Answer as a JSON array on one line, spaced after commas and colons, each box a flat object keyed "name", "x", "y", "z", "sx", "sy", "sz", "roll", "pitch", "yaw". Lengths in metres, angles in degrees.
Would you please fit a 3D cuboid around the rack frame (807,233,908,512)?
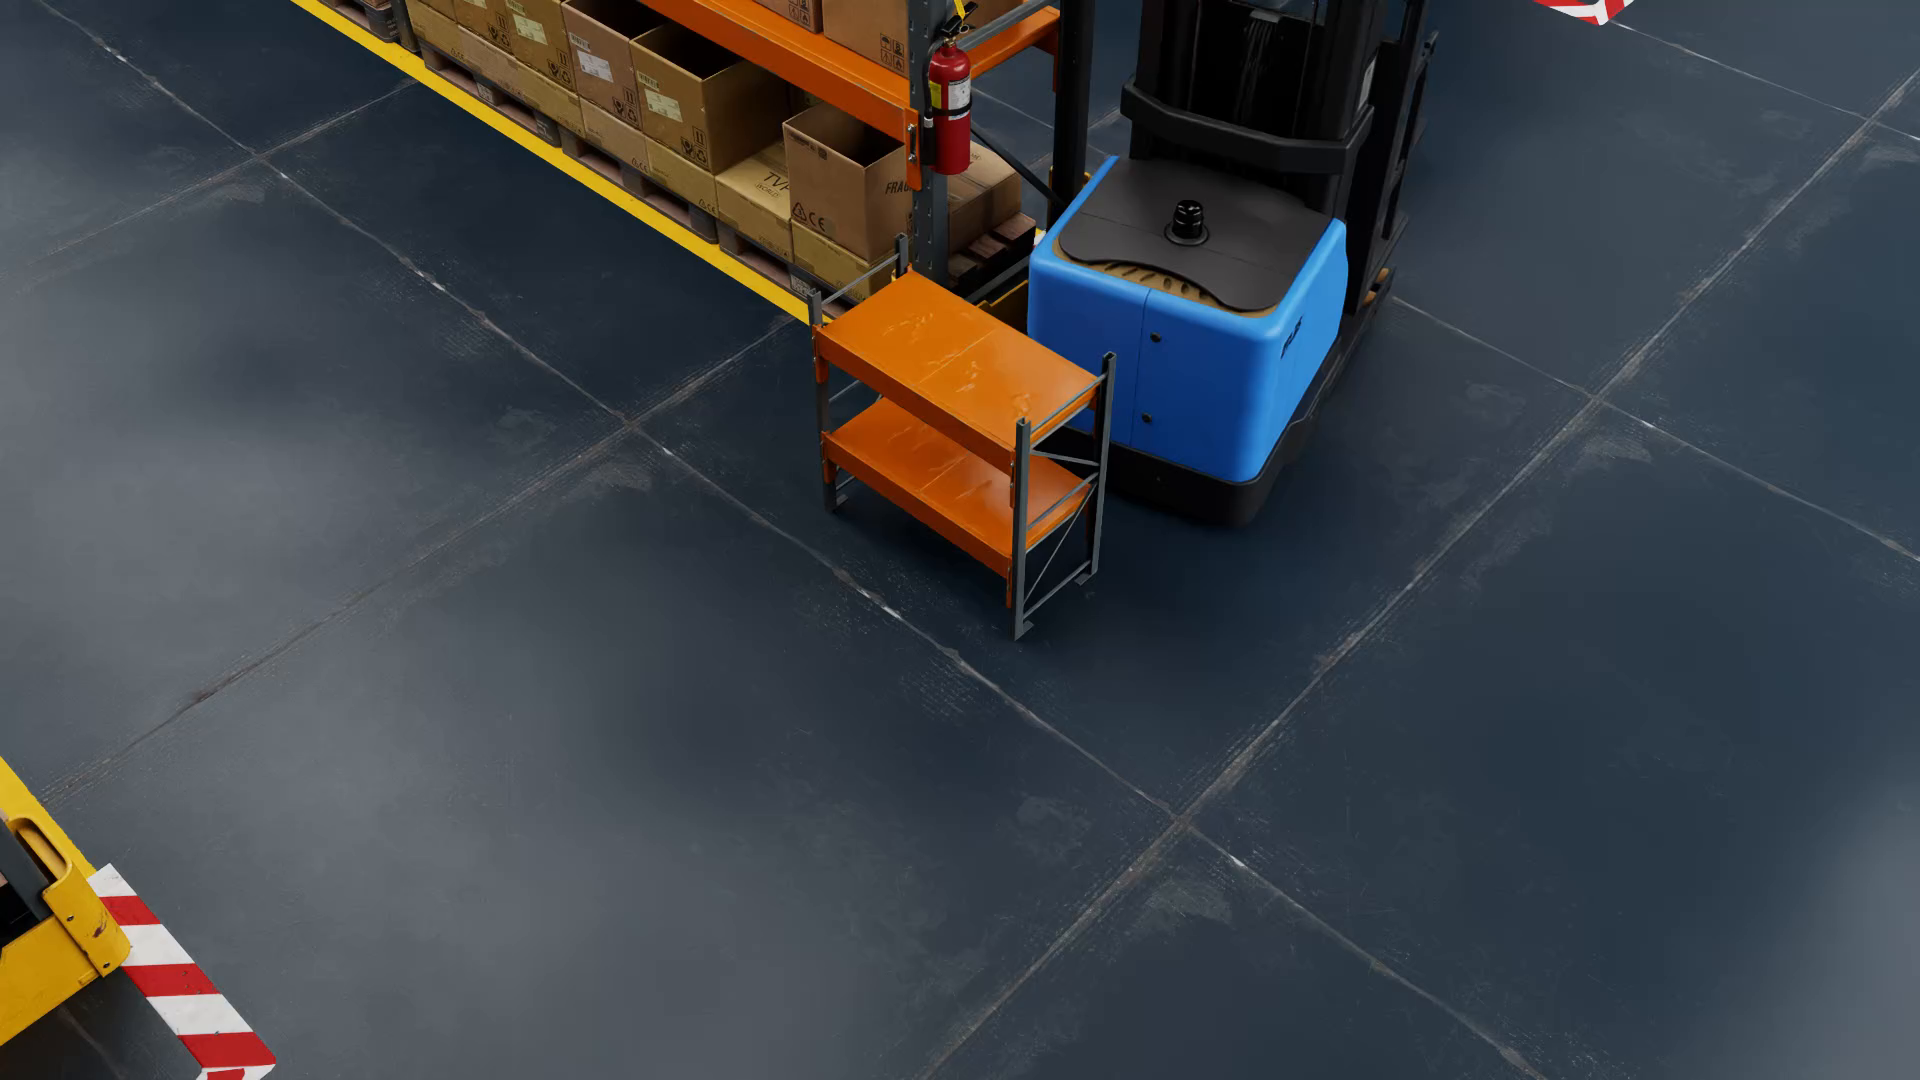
[{"name": "rack frame", "x": -0.379, "y": -0.640, "z": 6.579, "sx": 0.032, "sy": 1.125, "sz": 0.500, "roll": 34, "pitch": 55, "yaw": 28}]

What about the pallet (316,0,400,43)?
[{"name": "pallet", "x": -3.323, "y": -3.427, "z": 9.823, "sx": 1.213, "sy": 0.211, "sz": 1.003, "roll": 34, "pitch": 55, "yaw": 28}]

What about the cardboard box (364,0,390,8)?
[{"name": "cardboard box", "x": -3.257, "y": -3.290, "z": 9.380, "sx": 0.500, "sy": 0.250, "sz": 0.500, "roll": 33, "pitch": 55, "yaw": 27}]

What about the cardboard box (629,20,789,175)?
[{"name": "cardboard box", "x": -1.157, "y": -2.112, "z": 7.759, "sx": 0.500, "sy": 0.500, "sz": 0.500, "roll": 34, "pitch": 55, "yaw": 28}]

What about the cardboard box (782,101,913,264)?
[{"name": "cardboard box", "x": -0.412, "y": -1.625, "z": 7.302, "sx": 0.500, "sy": 0.500, "sz": 0.500, "roll": 34, "pitch": 55, "yaw": 28}]

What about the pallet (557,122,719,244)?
[{"name": "pallet", "x": -1.299, "y": -2.065, "z": 8.544, "sx": 1.213, "sy": 0.211, "sz": 1.003, "roll": 34, "pitch": 55, "yaw": 28}]

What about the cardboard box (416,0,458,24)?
[{"name": "cardboard box", "x": -2.627, "y": -3.100, "z": 8.687, "sx": 0.500, "sy": 0.500, "sz": 0.500, "roll": 34, "pitch": 55, "yaw": 28}]

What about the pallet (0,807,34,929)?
[{"name": "pallet", "x": -3.802, "y": 1.092, "z": 5.580, "sx": 1.213, "sy": 0.211, "sz": 1.003, "roll": 34, "pitch": 55, "yaw": 28}]

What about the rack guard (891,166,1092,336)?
[{"name": "rack guard", "x": 0.201, "y": -1.193, "z": 7.527, "sx": 0.348, "sy": 0.500, "sz": 1.175, "roll": 34, "pitch": 55, "yaw": 28}]

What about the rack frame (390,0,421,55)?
[{"name": "rack frame", "x": -2.756, "y": -4.038, "z": 8.484, "sx": 0.127, "sy": 3.000, "sz": 1.000, "roll": 34, "pitch": 55, "yaw": 28}]

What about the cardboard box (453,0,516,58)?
[{"name": "cardboard box", "x": -2.254, "y": -2.857, "z": 8.459, "sx": 0.500, "sy": 0.500, "sz": 0.500, "roll": 34, "pitch": 55, "yaw": 28}]

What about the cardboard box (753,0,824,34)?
[{"name": "cardboard box", "x": -0.540, "y": -2.589, "z": 7.055, "sx": 0.500, "sy": 0.500, "sz": 0.700, "roll": 35, "pitch": 56, "yaw": 29}]

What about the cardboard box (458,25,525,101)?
[{"name": "cardboard box", "x": -2.256, "y": -2.599, "z": 8.731, "sx": 0.500, "sy": 0.250, "sz": 0.500, "roll": 34, "pitch": 55, "yaw": 28}]

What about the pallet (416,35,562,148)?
[{"name": "pallet", "x": -2.200, "y": -2.668, "z": 9.110, "sx": 1.213, "sy": 0.211, "sz": 1.003, "roll": 34, "pitch": 55, "yaw": 28}]

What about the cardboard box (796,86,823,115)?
[{"name": "cardboard box", "x": -0.428, "y": -2.150, "z": 7.795, "sx": 0.500, "sy": 0.500, "sz": 0.500, "roll": 34, "pitch": 55, "yaw": 28}]

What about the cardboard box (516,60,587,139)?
[{"name": "cardboard box", "x": -1.893, "y": -2.349, "z": 8.496, "sx": 0.500, "sy": 0.250, "sz": 0.500, "roll": 34, "pitch": 55, "yaw": 28}]

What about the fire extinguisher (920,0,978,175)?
[{"name": "fire extinguisher", "x": -0.044, "y": -1.726, "z": 6.366, "sx": 0.183, "sy": 0.674, "sz": 0.296, "roll": 34, "pitch": 55, "yaw": 28}]

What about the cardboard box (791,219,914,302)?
[{"name": "cardboard box", "x": -0.411, "y": -1.370, "z": 7.576, "sx": 0.500, "sy": 0.250, "sz": 0.500, "roll": 34, "pitch": 55, "yaw": 28}]

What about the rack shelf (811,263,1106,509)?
[{"name": "rack shelf", "x": -0.005, "y": -0.589, "z": 6.130, "sx": 1.000, "sy": 0.278, "sz": 0.538, "roll": 34, "pitch": 55, "yaw": 28}]

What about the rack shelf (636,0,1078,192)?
[{"name": "rack shelf", "x": -1.286, "y": -2.803, "z": 7.817, "sx": 4.000, "sy": 0.370, "sz": 1.077, "roll": 34, "pitch": 55, "yaw": 28}]

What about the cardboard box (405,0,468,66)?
[{"name": "cardboard box", "x": -2.620, "y": -2.849, "z": 8.965, "sx": 0.500, "sy": 0.250, "sz": 0.500, "roll": 34, "pitch": 55, "yaw": 28}]

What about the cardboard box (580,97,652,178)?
[{"name": "cardboard box", "x": -1.521, "y": -2.105, "z": 8.267, "sx": 0.500, "sy": 0.250, "sz": 0.500, "roll": 34, "pitch": 55, "yaw": 28}]

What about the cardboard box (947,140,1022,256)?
[{"name": "cardboard box", "x": -0.059, "y": -1.647, "z": 7.837, "sx": 0.500, "sy": 0.250, "sz": 0.500, "roll": 34, "pitch": 55, "yaw": 28}]

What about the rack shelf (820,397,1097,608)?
[{"name": "rack shelf", "x": -0.005, "y": -0.221, "z": 6.521, "sx": 1.000, "sy": 0.278, "sz": 0.538, "roll": 34, "pitch": 55, "yaw": 28}]

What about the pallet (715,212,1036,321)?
[{"name": "pallet", "x": -0.407, "y": -1.461, "z": 7.977, "sx": 1.213, "sy": 0.211, "sz": 1.003, "roll": 34, "pitch": 55, "yaw": 28}]

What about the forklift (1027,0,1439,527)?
[{"name": "forklift", "x": 1.378, "y": -2.134, "z": 6.743, "sx": 1.130, "sy": 2.935, "sz": 3.031, "roll": 21, "pitch": 50, "yaw": 18}]

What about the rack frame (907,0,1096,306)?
[{"name": "rack frame", "x": 0.184, "y": -2.060, "z": 6.627, "sx": 0.127, "sy": 3.000, "sz": 1.000, "roll": 34, "pitch": 55, "yaw": 28}]

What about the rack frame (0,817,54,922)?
[{"name": "rack frame", "x": -3.173, "y": 0.596, "z": 4.133, "sx": 0.127, "sy": 3.000, "sz": 1.000, "roll": 34, "pitch": 55, "yaw": 28}]

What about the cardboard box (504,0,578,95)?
[{"name": "cardboard box", "x": -1.892, "y": -2.606, "z": 8.223, "sx": 0.500, "sy": 0.500, "sz": 0.500, "roll": 34, "pitch": 55, "yaw": 28}]

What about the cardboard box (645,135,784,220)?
[{"name": "cardboard box", "x": -1.155, "y": -1.857, "z": 8.034, "sx": 0.500, "sy": 0.250, "sz": 0.500, "roll": 34, "pitch": 55, "yaw": 28}]

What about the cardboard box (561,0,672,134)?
[{"name": "cardboard box", "x": -1.523, "y": -2.360, "z": 7.992, "sx": 0.500, "sy": 0.500, "sz": 0.500, "roll": 34, "pitch": 55, "yaw": 28}]

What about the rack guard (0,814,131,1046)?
[{"name": "rack guard", "x": -3.229, "y": 1.414, "z": 5.080, "sx": 0.348, "sy": 0.500, "sz": 1.175, "roll": 34, "pitch": 55, "yaw": 28}]

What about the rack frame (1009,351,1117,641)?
[{"name": "rack frame", "x": 0.369, "y": -0.137, "z": 6.107, "sx": 0.032, "sy": 1.125, "sz": 0.500, "roll": 34, "pitch": 55, "yaw": 28}]

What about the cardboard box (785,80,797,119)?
[{"name": "cardboard box", "x": -0.804, "y": -2.390, "z": 8.020, "sx": 0.500, "sy": 0.500, "sz": 0.500, "roll": 34, "pitch": 55, "yaw": 28}]

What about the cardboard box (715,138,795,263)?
[{"name": "cardboard box", "x": -0.786, "y": -1.610, "z": 7.802, "sx": 0.500, "sy": 0.250, "sz": 0.500, "roll": 34, "pitch": 55, "yaw": 28}]

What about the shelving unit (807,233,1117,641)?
[{"name": "shelving unit", "x": -0.005, "y": -0.388, "z": 6.343, "sx": 1.048, "sy": 1.125, "sz": 0.538, "roll": 34, "pitch": 55, "yaw": 28}]

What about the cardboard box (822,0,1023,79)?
[{"name": "cardboard box", "x": -0.151, "y": -2.332, "z": 6.813, "sx": 0.500, "sy": 0.500, "sz": 0.700, "roll": 34, "pitch": 55, "yaw": 28}]
